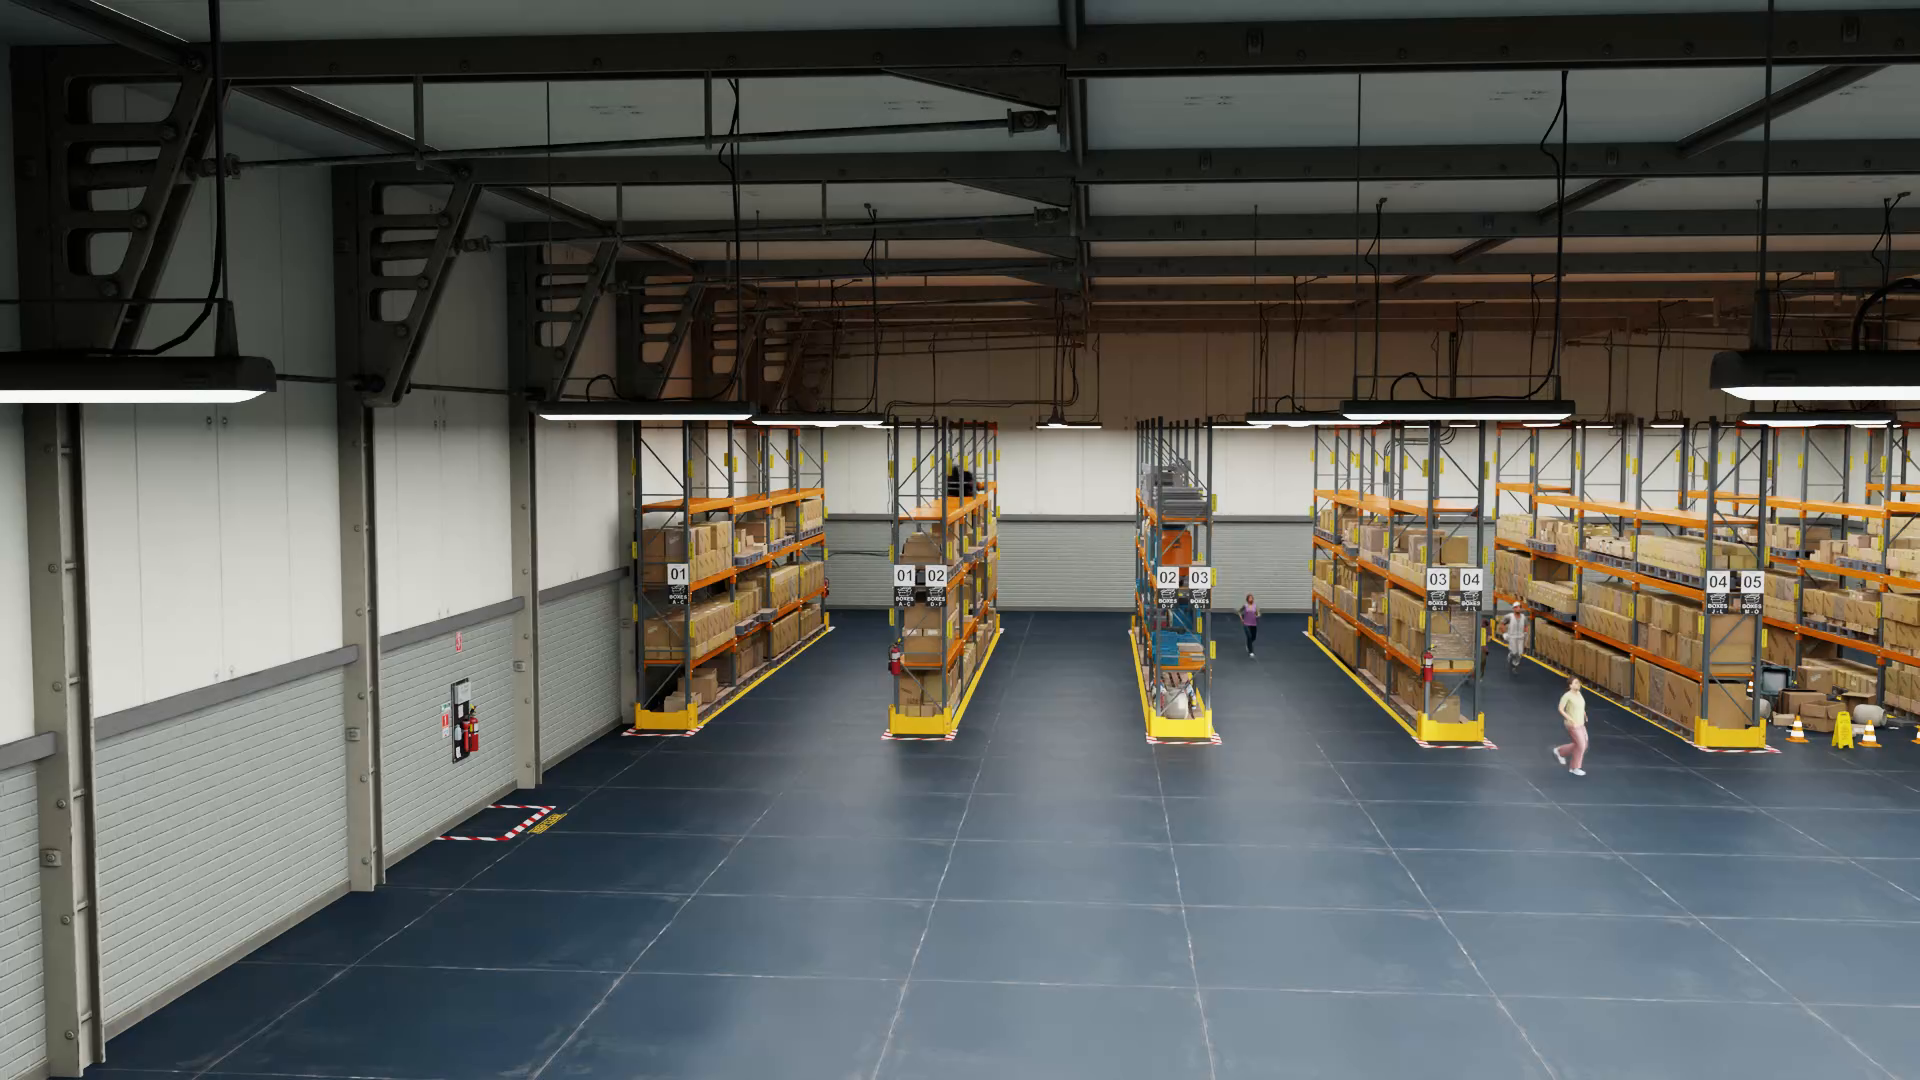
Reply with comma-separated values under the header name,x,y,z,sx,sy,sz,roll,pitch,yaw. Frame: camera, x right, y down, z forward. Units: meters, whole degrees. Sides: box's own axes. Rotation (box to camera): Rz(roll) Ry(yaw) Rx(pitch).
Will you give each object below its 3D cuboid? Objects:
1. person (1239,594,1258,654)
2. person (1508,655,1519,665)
name,x,y,z,sx,sy,sz,roll,pitch,yaw
person,7.330,2.129,42.231,0.489,1.506,0.727,0,4,-7
person,13.037,2.797,39.143,0.304,0.324,0.297,0,4,-2
